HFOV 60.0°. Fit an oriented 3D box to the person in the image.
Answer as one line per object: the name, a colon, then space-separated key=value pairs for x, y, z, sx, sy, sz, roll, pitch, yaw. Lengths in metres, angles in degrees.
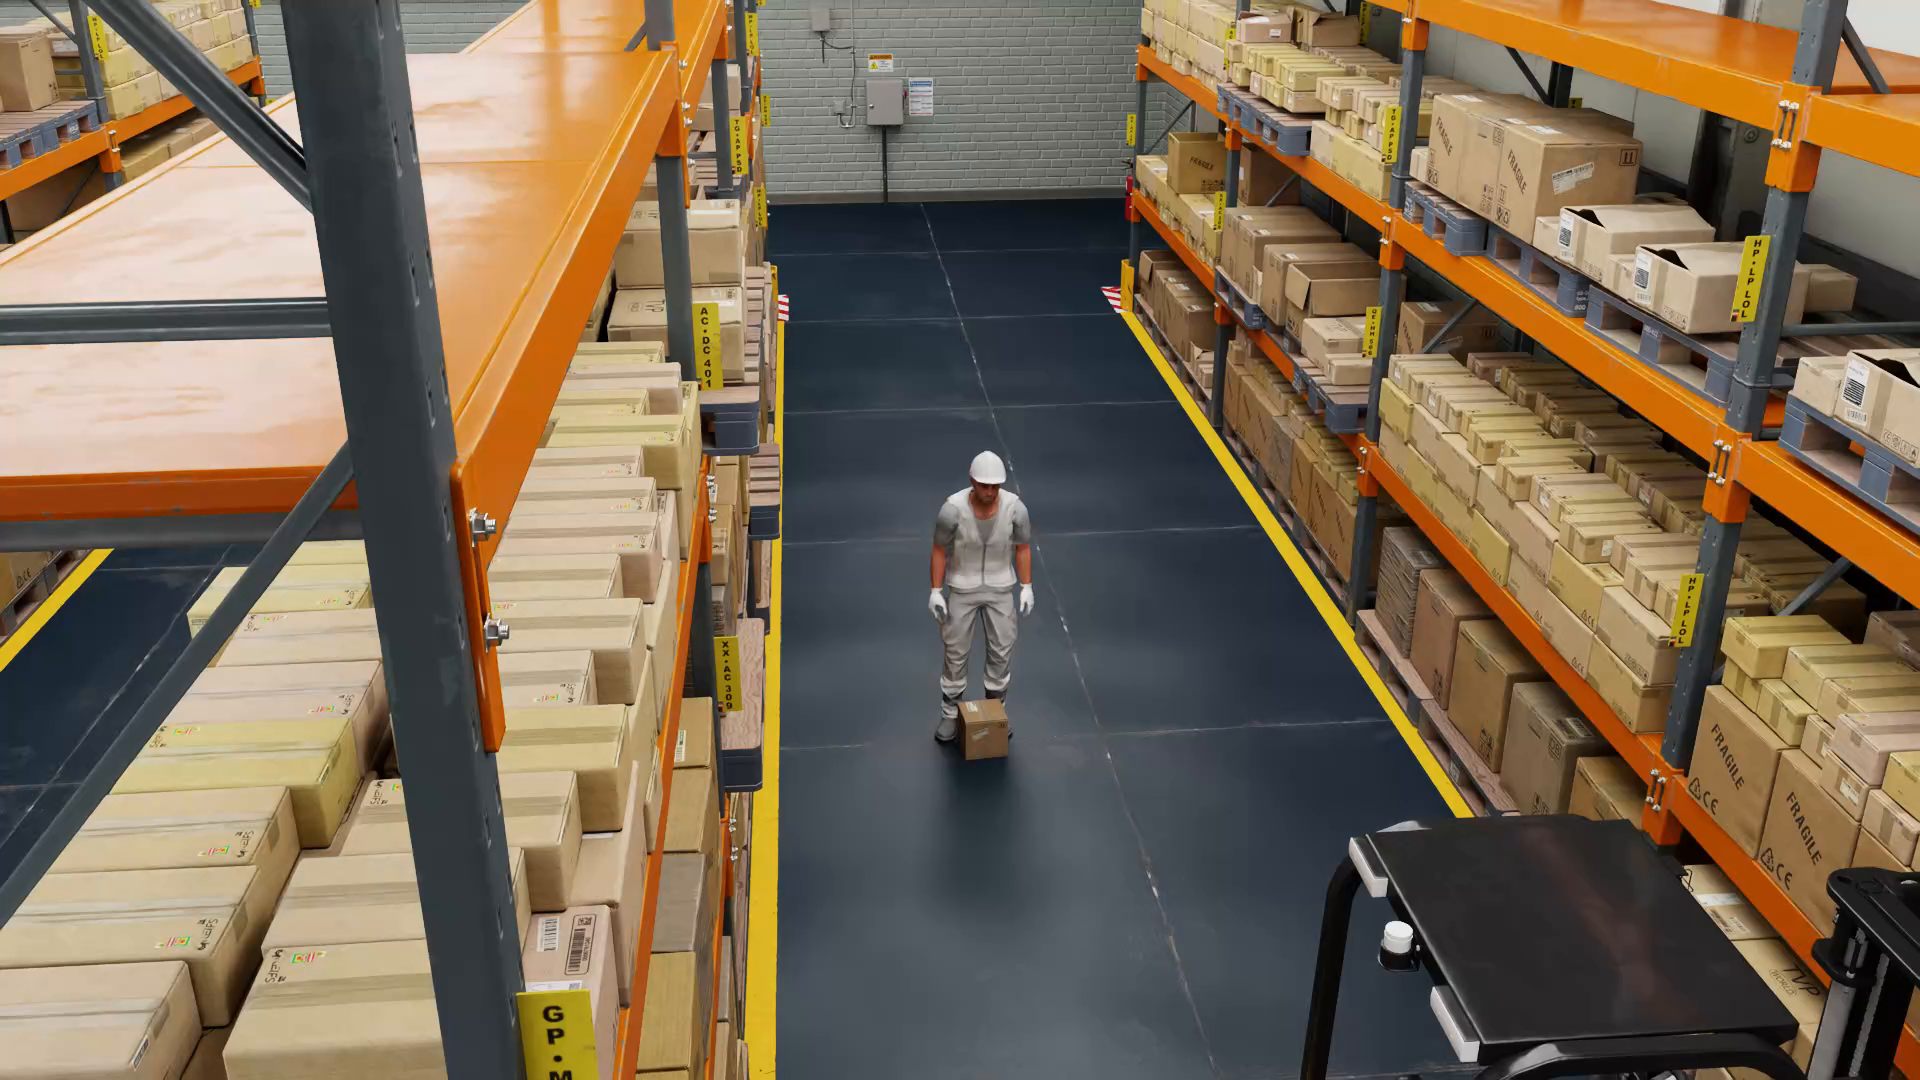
person: x=0.124 y=0.312 z=9.593 sx=0.622 sy=1.779 sz=0.452 roll=-3 pitch=24 yaw=-7
